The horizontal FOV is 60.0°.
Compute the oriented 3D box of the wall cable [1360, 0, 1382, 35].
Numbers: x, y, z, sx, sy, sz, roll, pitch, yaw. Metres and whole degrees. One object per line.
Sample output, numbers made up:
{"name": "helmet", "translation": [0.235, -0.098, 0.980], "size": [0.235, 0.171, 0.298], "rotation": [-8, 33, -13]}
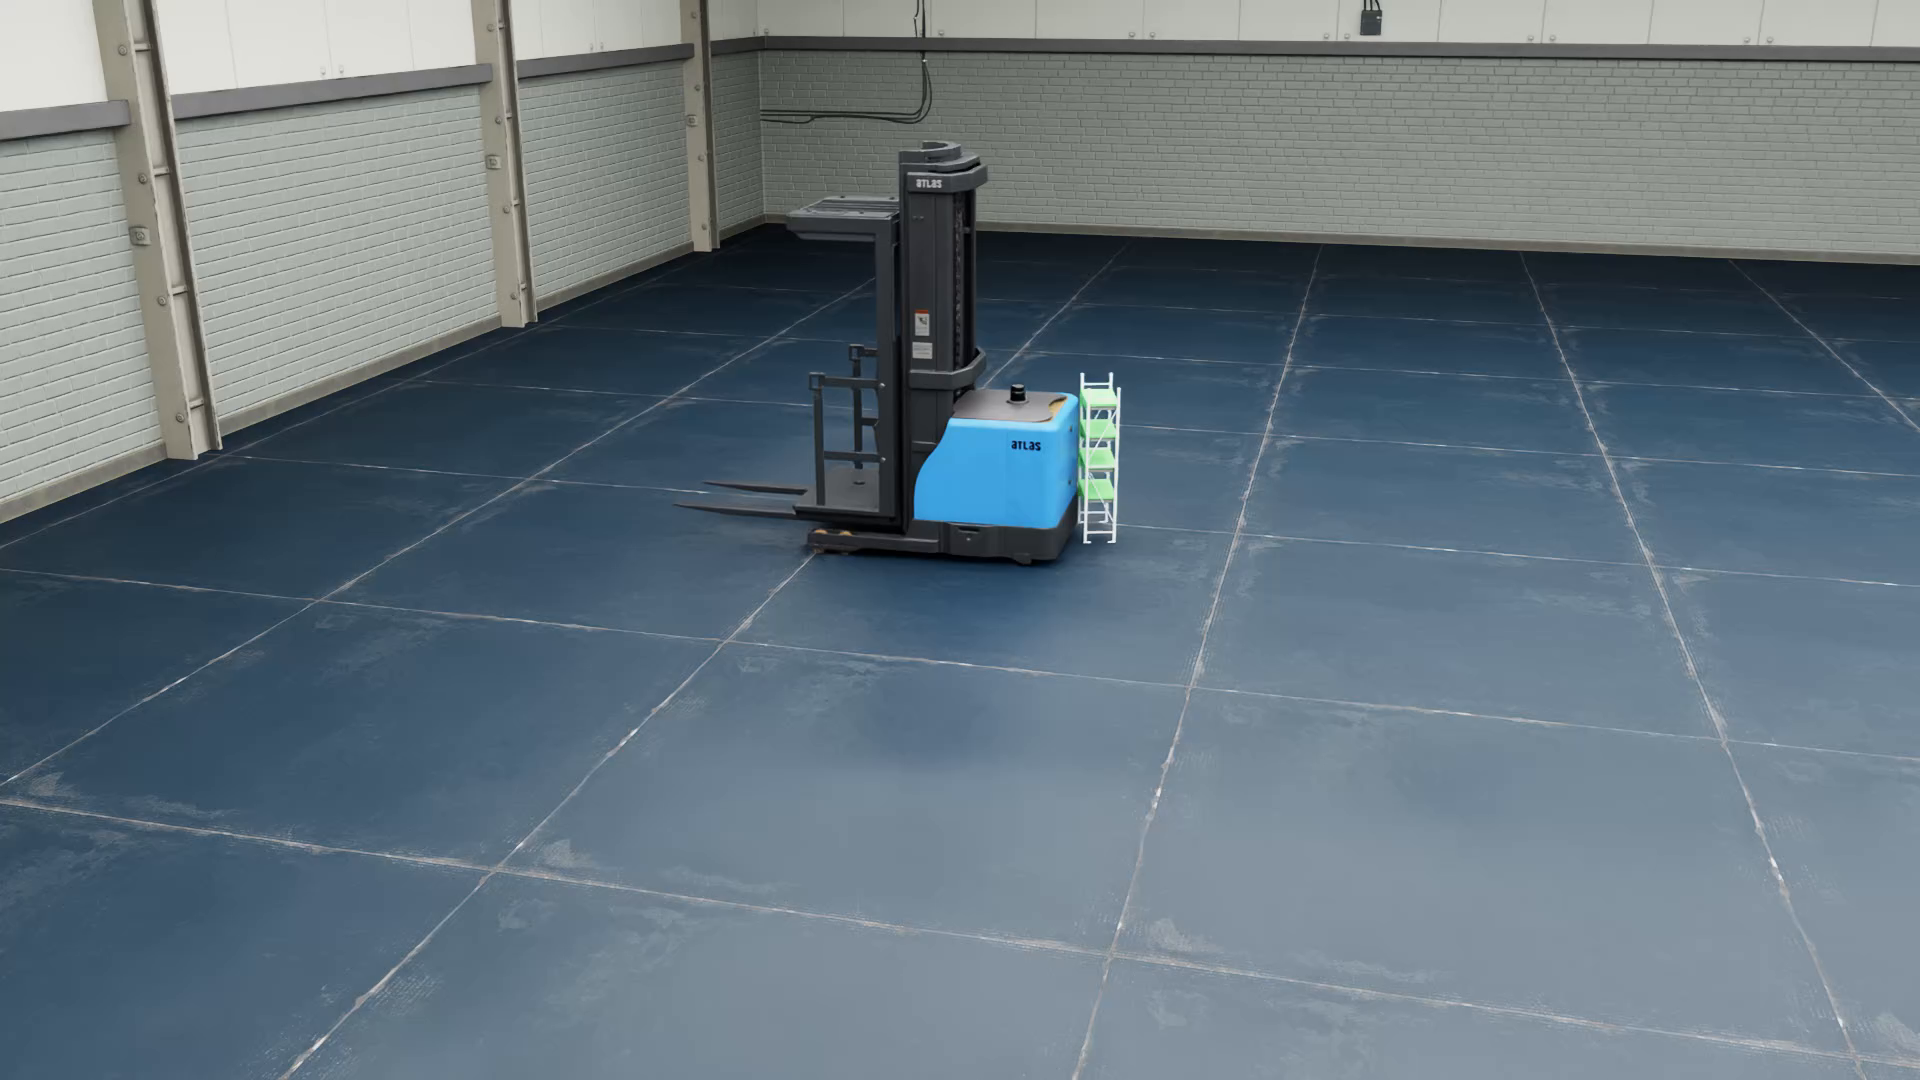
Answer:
{"name": "wall cable", "translation": [7.233, -10.478, 24.181], "size": [2.305, 6.003, 0.169], "rotation": [5, 19, 13]}

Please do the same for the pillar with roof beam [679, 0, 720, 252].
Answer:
{"name": "pillar with roof beam", "translation": [0.204, -8.464, 23.547], "size": [9.100, 9.000, 0.400], "rotation": [5, 19, 13]}

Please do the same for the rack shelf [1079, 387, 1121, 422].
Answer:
{"name": "rack shelf", "translation": [1.053, -1.021, 12.532], "size": [0.258, 0.148, 0.480], "rotation": [-1, 19, -2]}

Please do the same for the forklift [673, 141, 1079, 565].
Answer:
{"name": "forklift", "translation": [-0.660, -1.442, 12.376], "size": [3.031, 2.935, 1.130], "rotation": [4, 19, 13]}

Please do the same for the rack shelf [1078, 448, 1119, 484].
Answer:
{"name": "rack shelf", "translation": [1.053, -0.566, 12.687], "size": [0.258, 0.148, 0.480], "rotation": [-1, 19, -2]}

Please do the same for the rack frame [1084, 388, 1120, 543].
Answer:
{"name": "rack frame", "translation": [1.060, -0.548, 12.436], "size": [0.240, 1.200, 0.015], "rotation": [-1, 19, -2]}

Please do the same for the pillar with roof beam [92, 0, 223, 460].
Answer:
{"name": "pillar with roof beam", "translation": [-2.728, -4.703, 12.535], "size": [9.100, 9.000, 0.400], "rotation": [5, 19, 13]}

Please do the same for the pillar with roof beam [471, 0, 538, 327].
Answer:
{"name": "pillar with roof beam", "translation": [-1.262, -6.584, 18.041], "size": [9.100, 9.000, 0.400], "rotation": [5, 19, 13]}

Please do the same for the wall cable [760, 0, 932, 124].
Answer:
{"name": "wall cable", "translation": [-1.969, -8.154, 27.442], "size": [3.097, 2.526, 0.112], "rotation": [5, 19, 13]}

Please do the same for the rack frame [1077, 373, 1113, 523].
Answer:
{"name": "rack frame", "translation": [1.045, -0.706, 12.897], "size": [0.240, 1.200, 0.015], "rotation": [-1, 19, -2]}

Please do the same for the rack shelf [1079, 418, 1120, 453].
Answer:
{"name": "rack shelf", "translation": [1.053, -0.794, 12.610], "size": [0.258, 0.148, 0.480], "rotation": [-1, 19, -2]}

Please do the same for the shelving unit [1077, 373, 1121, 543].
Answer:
{"name": "shelving unit", "translation": [1.053, -0.627, 12.667], "size": [0.258, 1.200, 0.503], "rotation": [-1, 19, -2]}

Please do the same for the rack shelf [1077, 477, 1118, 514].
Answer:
{"name": "rack shelf", "translation": [1.053, -0.339, 12.765], "size": [0.258, 0.148, 0.480], "rotation": [-1, 19, -2]}
